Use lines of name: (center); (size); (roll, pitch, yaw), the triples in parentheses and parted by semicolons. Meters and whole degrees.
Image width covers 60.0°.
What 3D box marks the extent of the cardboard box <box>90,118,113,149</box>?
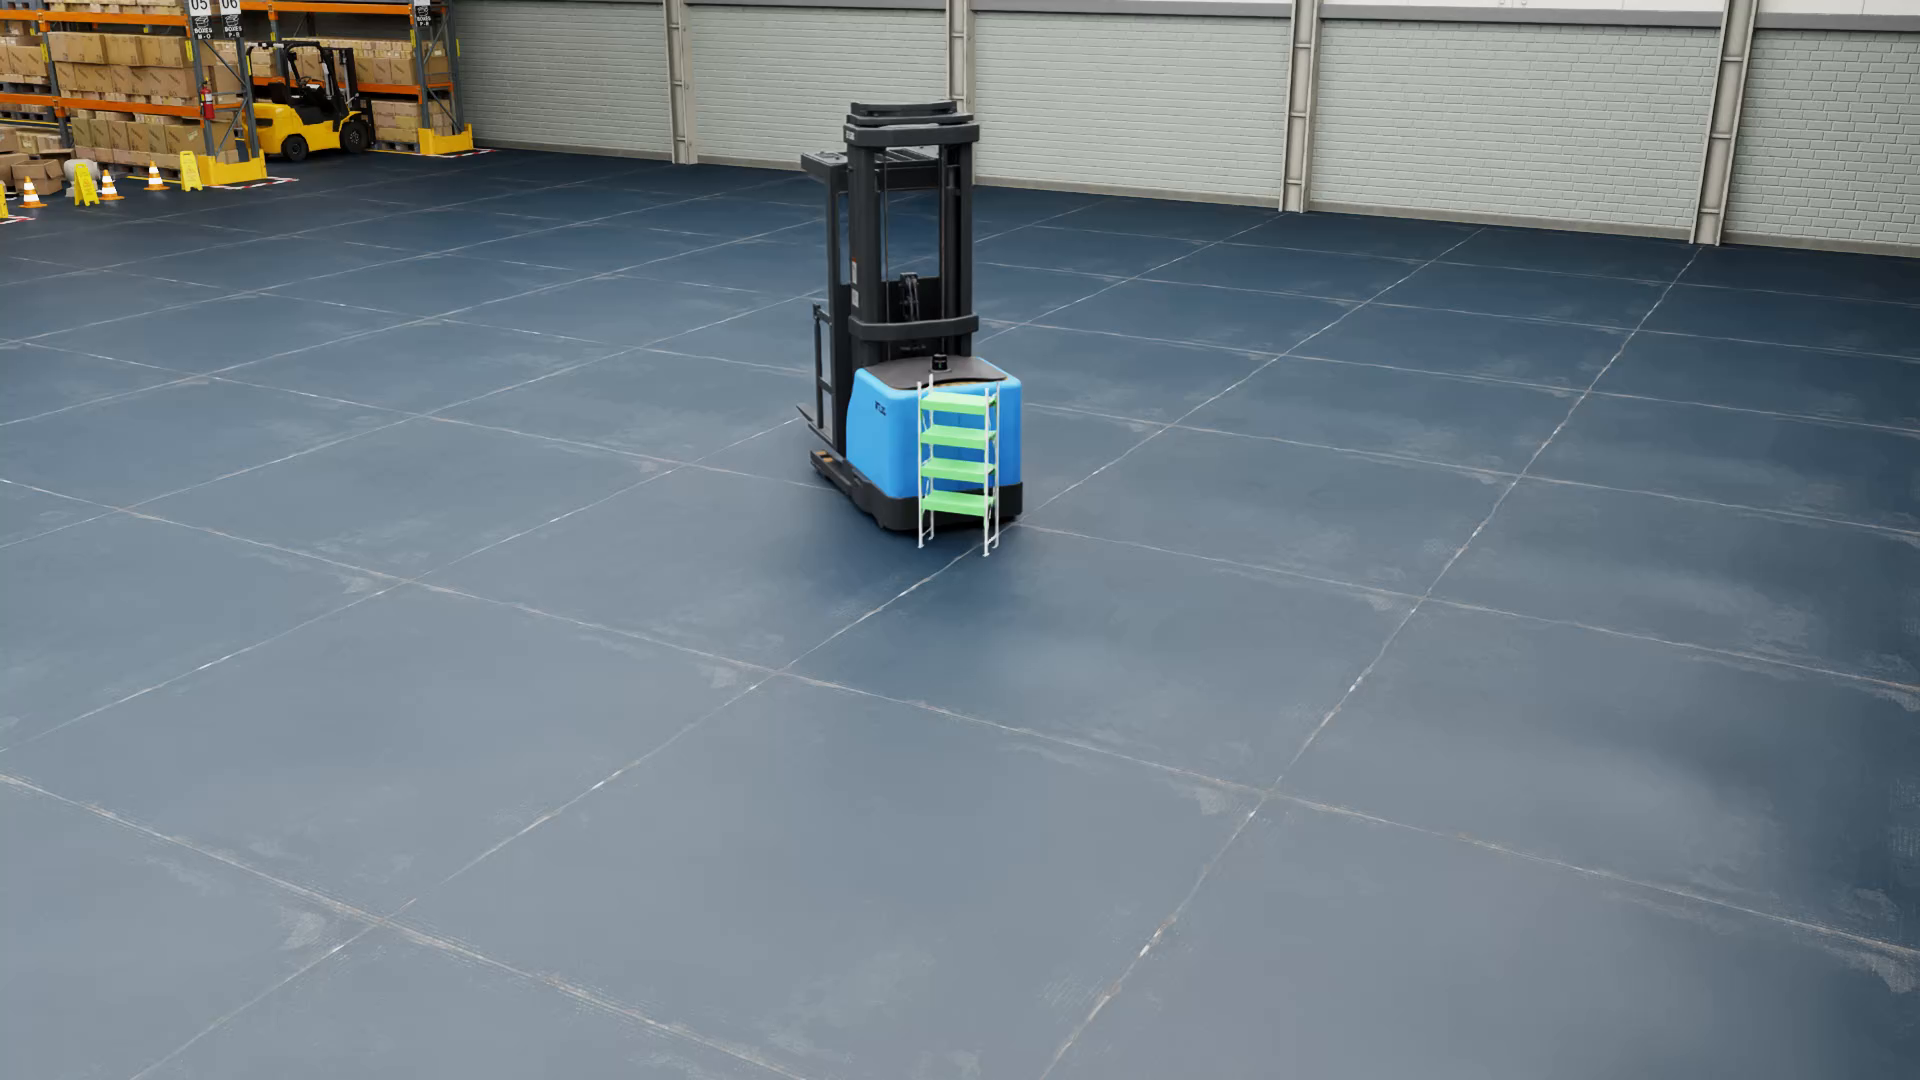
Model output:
cardboard box: (-15.349, -7.380, 30.129); (0.500, 0.500, 0.500); (12, 23, 29)

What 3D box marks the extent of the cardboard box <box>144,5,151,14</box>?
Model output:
cardboard box: (-13.799, -9.138, 28.627); (0.250, 0.149, 0.380); (11, 23, 28)

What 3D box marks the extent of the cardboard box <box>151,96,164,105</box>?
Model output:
cardboard box: (-13.873, -7.694, 29.046); (0.250, 0.149, 0.380); (11, 23, 28)

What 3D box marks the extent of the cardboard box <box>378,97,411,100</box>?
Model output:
cardboard box: (-11.493, -8.880, 33.896); (0.500, 0.250, 0.500); (11, 22, 27)

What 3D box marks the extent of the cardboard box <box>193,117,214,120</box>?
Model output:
cardboard box: (-16.168, -9.397, 36.240); (0.625, 0.625, 0.875); (12, 23, 29)

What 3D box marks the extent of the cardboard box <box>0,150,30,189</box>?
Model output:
cardboard box: (-16.302, -6.304, 28.306); (0.503, 0.637, 0.797); (11, 23, 27)

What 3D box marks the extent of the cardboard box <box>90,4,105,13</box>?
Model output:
cardboard box: (-14.971, -9.314, 29.112); (0.250, 0.149, 0.380); (10, 22, 26)

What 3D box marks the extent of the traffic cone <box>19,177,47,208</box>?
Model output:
traffic cone: (-14.811, -5.550, 26.486); (0.334, 0.463, 0.336); (11, 23, 27)

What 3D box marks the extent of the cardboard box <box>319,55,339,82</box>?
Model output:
cardboard box: (-12.623, -9.595, 33.772); (0.500, 0.500, 0.500); (11, 22, 27)

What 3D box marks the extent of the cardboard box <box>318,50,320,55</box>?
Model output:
cardboard box: (-12.763, -9.901, 33.664); (0.250, 0.149, 0.380); (11, 22, 27)

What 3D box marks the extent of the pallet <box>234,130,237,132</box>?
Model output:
pallet: (-16.581, -9.071, 36.563); (1.213, 0.211, 1.003); (11, 23, 27)

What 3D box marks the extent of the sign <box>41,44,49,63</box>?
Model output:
sign: (-16.473, -8.765, 29.933); (0.005, 0.325, 0.100); (11, 23, 27)

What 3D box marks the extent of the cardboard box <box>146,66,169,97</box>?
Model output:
cardboard box: (-13.757, -8.002, 28.942); (0.500, 0.500, 0.500); (11, 23, 27)

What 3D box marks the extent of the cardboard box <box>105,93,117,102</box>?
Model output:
cardboard box: (-14.975, -7.906, 29.628); (0.250, 0.149, 0.380); (11, 23, 28)

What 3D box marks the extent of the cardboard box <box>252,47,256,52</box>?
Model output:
cardboard box: (-14.617, -10.302, 34.768); (0.250, 0.149, 0.380); (11, 23, 27)

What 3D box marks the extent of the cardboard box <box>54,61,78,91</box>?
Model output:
cardboard box: (-15.958, -8.418, 30.089); (0.500, 0.500, 0.500); (11, 23, 27)

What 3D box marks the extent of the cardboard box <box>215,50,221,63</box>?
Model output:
cardboard box: (-15.669, -10.295, 35.334); (0.500, 0.250, 0.500); (11, 23, 28)

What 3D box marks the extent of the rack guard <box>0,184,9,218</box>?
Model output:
rack guard: (-15.019, -5.052, 25.060); (0.348, 0.500, 1.175); (11, 23, 27)

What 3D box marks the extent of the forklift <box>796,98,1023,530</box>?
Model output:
forklift: (-0.556, -1.913, 12.840); (1.130, 2.935, 3.031); (-8, 21, -20)

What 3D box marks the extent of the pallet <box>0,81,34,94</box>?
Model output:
pallet: (-17.950, -8.645, 31.580); (1.213, 0.211, 1.003); (11, 23, 27)

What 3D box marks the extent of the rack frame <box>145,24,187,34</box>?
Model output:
rack frame: (-17.280, -10.531, 36.497); (0.127, 3.000, 1.000); (11, 23, 27)

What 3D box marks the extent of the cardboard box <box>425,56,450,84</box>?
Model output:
cardboard box: (-10.593, -9.412, 33.267); (0.500, 0.500, 0.500); (12, 23, 29)

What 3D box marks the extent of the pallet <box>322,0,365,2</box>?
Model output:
pallet: (-11.970, -10.896, 33.236); (1.213, 0.211, 1.003); (11, 23, 27)

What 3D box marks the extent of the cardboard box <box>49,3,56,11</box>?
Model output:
cardboard box: (-16.052, -9.553, 29.771); (0.250, 0.149, 0.380); (10, 22, 26)

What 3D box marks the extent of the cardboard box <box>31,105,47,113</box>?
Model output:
cardboard box: (-21.402, -10.058, 38.759); (0.250, 0.149, 0.380); (10, 22, 26)

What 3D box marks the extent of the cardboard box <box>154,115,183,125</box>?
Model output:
cardboard box: (-13.893, -7.381, 29.179); (0.250, 0.149, 0.380); (12, 23, 29)

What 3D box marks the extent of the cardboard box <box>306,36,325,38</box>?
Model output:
cardboard box: (-13.362, -10.394, 34.586); (0.250, 0.149, 0.380); (11, 23, 27)

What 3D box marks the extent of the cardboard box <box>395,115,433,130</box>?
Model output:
cardboard box: (-10.874, -8.328, 33.108); (0.500, 0.250, 0.500); (10, 22, 27)

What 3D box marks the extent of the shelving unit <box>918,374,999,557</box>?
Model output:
shelving unit: (-0.010, -0.514, 11.521); (0.503, 1.200, 0.258); (7, 21, 19)

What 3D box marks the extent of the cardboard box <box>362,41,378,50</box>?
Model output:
cardboard box: (-11.646, -9.830, 33.031); (0.250, 0.149, 0.380); (11, 23, 29)

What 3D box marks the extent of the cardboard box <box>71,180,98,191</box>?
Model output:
cardboard box: (-14.842, -5.998, 28.183); (0.380, 0.149, 0.250); (-11, 23, -29)

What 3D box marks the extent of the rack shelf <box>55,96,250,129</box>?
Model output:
rack shelf: (-14.460, -7.716, 29.793); (4.000, 0.370, 1.077); (11, 23, 27)

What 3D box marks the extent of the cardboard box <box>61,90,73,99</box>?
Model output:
cardboard box: (-16.087, -8.121, 30.223); (0.250, 0.149, 0.380); (11, 23, 27)

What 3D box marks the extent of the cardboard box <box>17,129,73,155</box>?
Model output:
cardboard box: (-17.294, -7.554, 31.529); (0.625, 0.372, 0.950); (12, 23, 31)

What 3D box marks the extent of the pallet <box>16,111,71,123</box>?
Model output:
pallet: (-21.372, -9.999, 39.122); (1.213, 0.211, 1.003); (11, 23, 27)

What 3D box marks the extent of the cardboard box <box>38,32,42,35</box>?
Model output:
cardboard box: (-20.459, -11.293, 37.836); (0.500, 0.500, 0.700); (11, 23, 29)

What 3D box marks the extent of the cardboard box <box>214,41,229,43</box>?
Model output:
cardboard box: (-15.740, -10.516, 35.358); (0.250, 0.149, 0.380); (11, 23, 27)

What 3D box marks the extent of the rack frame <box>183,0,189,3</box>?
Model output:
rack frame: (-12.714, -10.542, 27.731); (0.127, 3.000, 1.000); (11, 23, 27)

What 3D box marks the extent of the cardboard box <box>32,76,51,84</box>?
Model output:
cardboard box: (-16.790, -8.470, 30.568); (0.250, 0.149, 0.380); (11, 23, 28)

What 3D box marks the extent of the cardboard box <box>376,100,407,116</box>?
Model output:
cardboard box: (-11.299, -8.642, 33.240); (0.500, 0.250, 0.500); (11, 23, 28)

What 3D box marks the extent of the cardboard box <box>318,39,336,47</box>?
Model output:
cardboard box: (-12.741, -10.051, 33.640); (0.250, 0.149, 0.380); (10, 22, 26)

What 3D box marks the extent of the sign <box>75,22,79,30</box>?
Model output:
sign: (-20.505, -11.906, 38.590); (0.005, 0.325, 0.100); (11, 23, 27)

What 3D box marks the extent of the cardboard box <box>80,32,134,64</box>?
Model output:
cardboard box: (-15.067, -8.723, 29.465); (0.500, 0.500, 0.700); (10, 22, 26)

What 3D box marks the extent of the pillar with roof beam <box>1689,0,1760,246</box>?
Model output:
pillar with roof beam: (8.388, -7.132, 18.329); (0.400, 9.000, 9.100); (11, 23, 27)

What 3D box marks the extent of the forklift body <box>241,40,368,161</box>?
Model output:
forklift body: (-12.841, -8.573, 32.346); (1.214, 2.155, 2.313); (11, 23, 27)

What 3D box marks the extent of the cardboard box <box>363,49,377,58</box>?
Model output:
cardboard box: (-11.637, -9.696, 33.099); (0.250, 0.149, 0.380); (10, 22, 26)

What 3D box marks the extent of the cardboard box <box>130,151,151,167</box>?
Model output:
cardboard box: (-14.459, -6.855, 29.780); (0.500, 0.250, 0.500); (10, 22, 25)

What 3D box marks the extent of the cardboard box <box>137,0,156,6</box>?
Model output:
cardboard box: (-13.724, -9.294, 28.473); (0.500, 0.250, 0.500); (10, 22, 27)

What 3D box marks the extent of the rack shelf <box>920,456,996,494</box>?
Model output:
rack shelf: (-0.010, -0.453, 11.543); (0.480, 0.148, 0.258); (7, 21, 19)

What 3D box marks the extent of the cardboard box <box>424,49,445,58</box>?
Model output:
cardboard box: (-10.466, -9.686, 33.070); (0.250, 0.149, 0.380); (10, 22, 26)

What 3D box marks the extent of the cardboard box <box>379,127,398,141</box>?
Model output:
cardboard box: (-11.290, -8.175, 33.418); (0.500, 0.250, 0.500); (11, 23, 27)

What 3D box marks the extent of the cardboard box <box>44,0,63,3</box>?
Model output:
cardboard box: (-15.955, -9.712, 29.624); (0.500, 0.250, 0.500); (10, 22, 26)

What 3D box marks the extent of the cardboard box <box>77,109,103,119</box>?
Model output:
cardboard box: (-15.742, -7.732, 30.148); (0.250, 0.149, 0.380); (11, 23, 28)
